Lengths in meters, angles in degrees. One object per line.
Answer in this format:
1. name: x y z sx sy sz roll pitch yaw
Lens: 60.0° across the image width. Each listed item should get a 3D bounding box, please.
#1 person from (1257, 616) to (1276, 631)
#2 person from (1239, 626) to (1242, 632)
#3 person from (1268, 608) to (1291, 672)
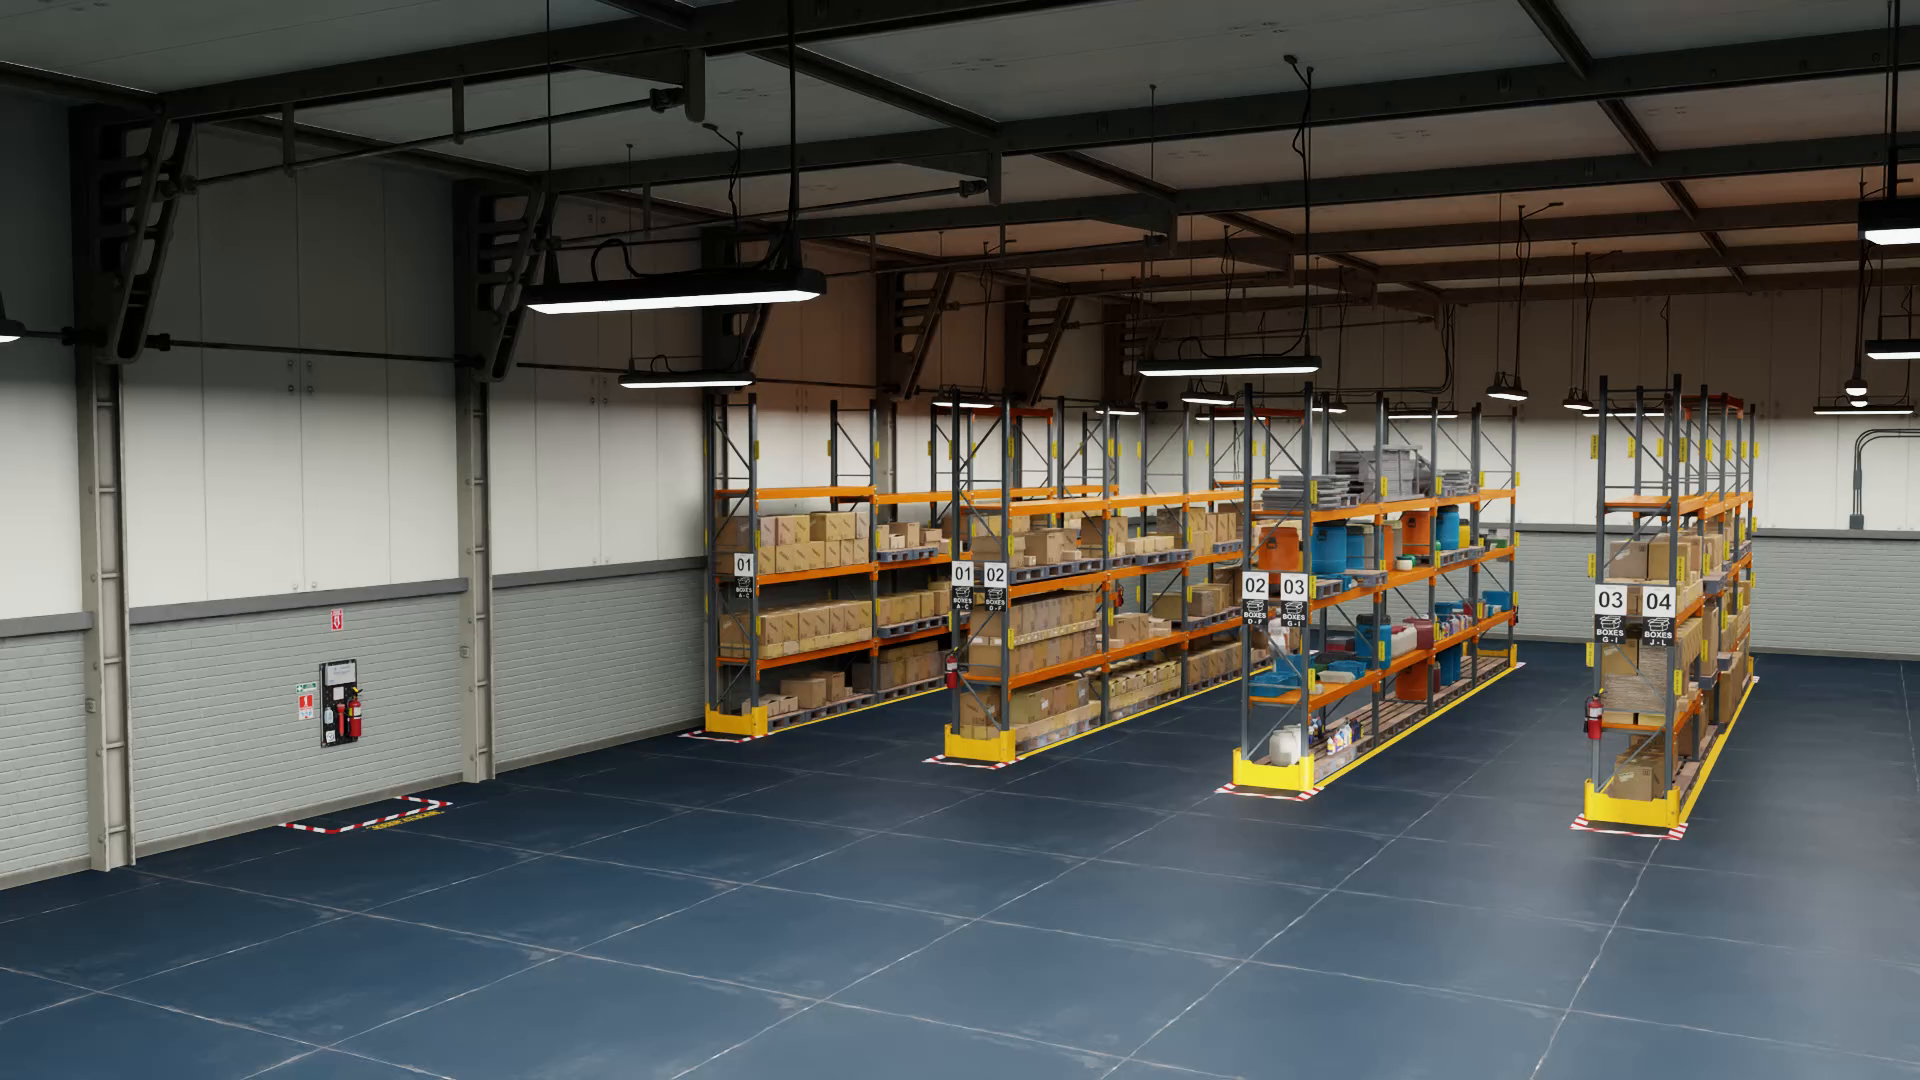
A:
1. person: 8.399 1.782 45.078 0.443 1.558 0.986 -2 4 -37
2. person: 7.334 1.832 42.514 0.570 1.807 0.580 2 4 31
3. person: 6.753 2.273 35.261 0.543 1.661 0.503 3 4 42
